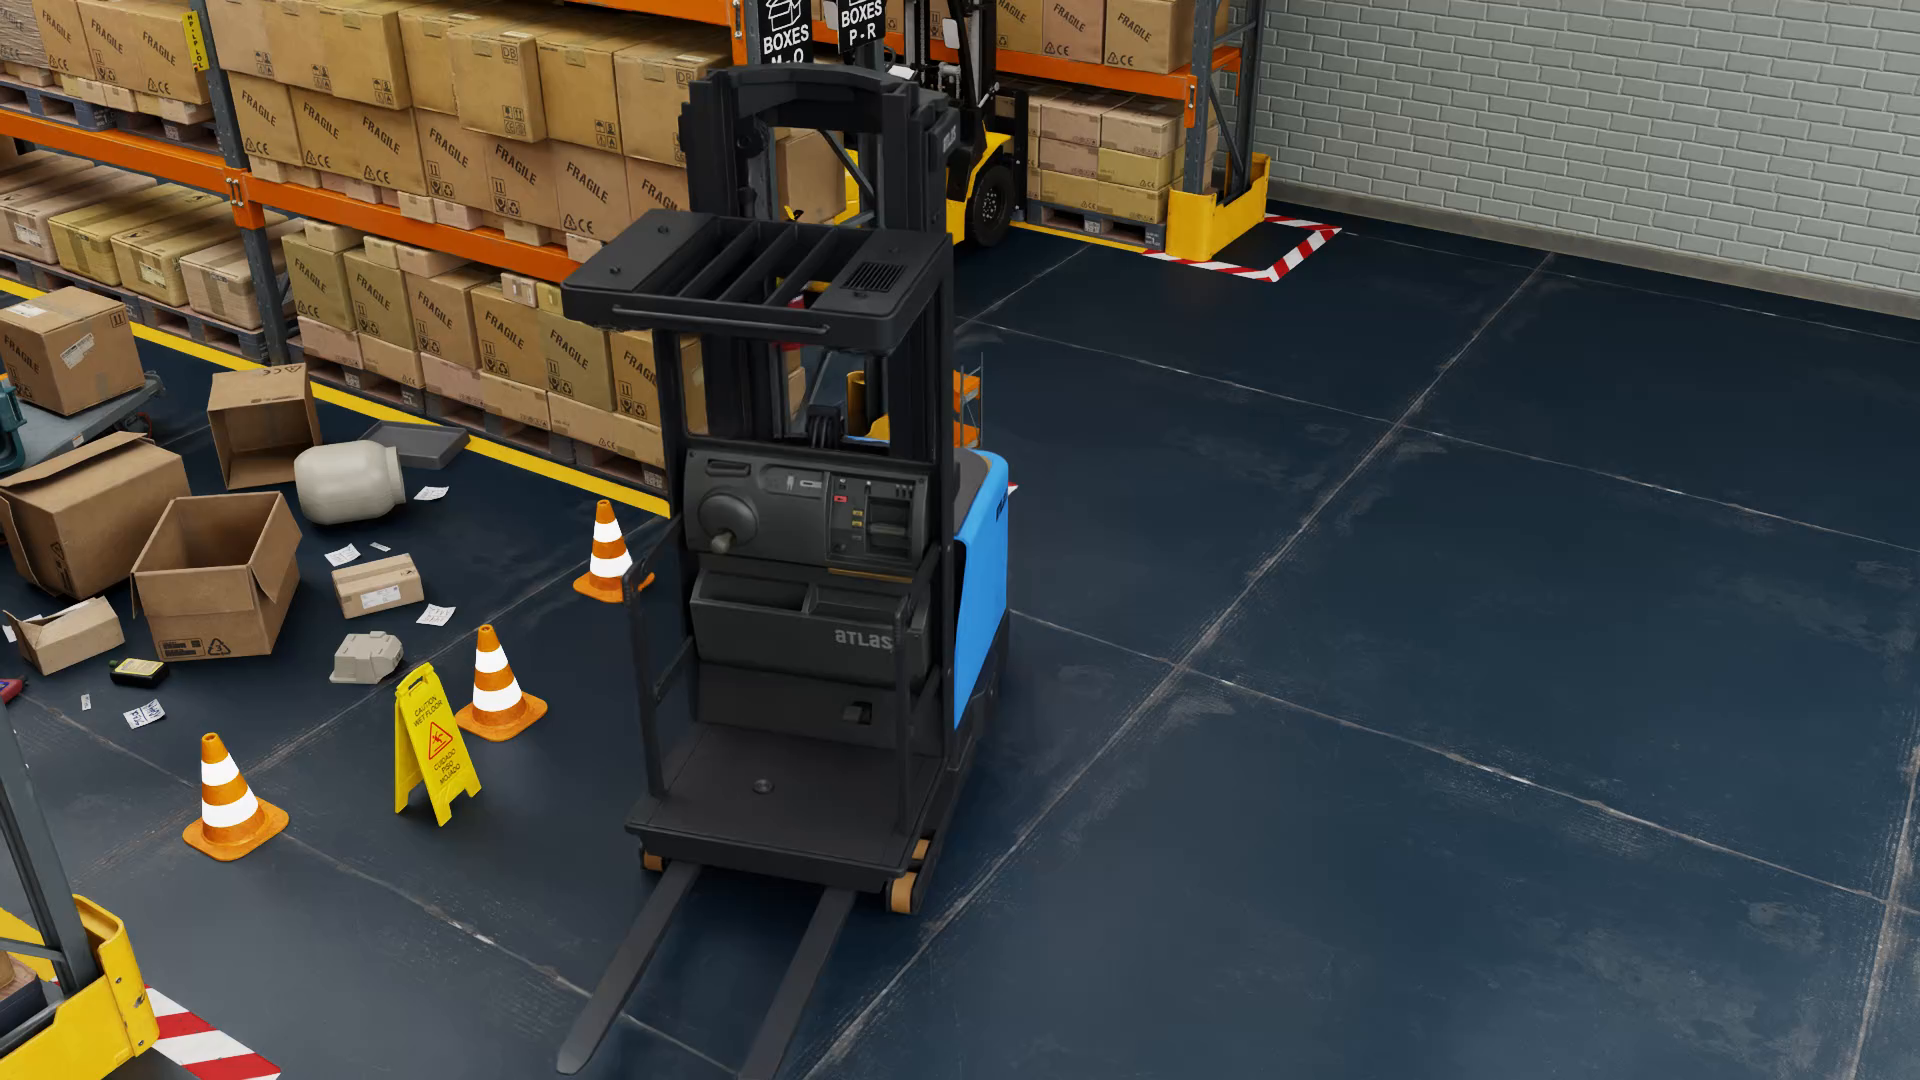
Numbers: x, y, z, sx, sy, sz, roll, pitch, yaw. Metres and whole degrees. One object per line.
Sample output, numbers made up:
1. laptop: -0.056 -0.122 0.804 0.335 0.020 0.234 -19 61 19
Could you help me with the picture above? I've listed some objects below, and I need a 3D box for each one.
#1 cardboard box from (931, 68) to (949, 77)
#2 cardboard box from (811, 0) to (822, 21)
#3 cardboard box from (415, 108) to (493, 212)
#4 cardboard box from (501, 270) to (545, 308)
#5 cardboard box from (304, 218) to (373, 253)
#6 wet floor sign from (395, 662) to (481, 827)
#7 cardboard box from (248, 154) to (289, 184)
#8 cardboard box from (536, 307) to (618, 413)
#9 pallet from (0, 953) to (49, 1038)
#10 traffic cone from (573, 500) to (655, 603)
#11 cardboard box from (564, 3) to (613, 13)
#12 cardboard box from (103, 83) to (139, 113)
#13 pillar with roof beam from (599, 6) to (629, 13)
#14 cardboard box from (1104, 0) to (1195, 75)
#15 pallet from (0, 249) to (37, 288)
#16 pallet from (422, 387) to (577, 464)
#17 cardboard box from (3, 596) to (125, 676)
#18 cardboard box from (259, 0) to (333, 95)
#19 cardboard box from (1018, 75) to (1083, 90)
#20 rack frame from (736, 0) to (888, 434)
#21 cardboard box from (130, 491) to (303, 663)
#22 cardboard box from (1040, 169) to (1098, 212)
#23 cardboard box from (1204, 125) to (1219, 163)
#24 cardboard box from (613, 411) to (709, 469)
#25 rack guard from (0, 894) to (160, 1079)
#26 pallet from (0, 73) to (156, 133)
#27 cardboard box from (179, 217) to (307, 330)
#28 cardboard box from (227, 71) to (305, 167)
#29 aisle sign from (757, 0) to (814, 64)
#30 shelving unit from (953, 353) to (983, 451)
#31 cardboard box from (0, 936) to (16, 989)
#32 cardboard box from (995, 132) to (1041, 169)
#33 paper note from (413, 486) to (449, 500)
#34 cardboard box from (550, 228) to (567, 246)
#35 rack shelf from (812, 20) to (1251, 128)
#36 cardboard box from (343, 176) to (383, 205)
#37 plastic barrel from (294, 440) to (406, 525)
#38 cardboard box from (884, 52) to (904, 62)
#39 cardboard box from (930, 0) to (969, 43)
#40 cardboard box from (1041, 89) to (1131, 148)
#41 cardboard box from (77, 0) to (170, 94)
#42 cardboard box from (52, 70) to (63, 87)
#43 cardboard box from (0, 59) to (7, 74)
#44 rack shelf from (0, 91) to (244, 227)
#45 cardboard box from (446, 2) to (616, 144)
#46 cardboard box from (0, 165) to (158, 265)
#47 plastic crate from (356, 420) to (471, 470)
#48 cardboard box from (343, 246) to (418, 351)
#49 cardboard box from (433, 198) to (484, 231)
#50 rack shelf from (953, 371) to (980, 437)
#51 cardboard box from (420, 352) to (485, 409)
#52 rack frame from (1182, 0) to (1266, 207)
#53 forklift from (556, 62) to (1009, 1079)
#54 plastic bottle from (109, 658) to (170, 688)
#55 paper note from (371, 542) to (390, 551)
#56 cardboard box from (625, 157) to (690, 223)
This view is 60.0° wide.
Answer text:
1. cardboard box: -0.347 -3.600 13.264 0.500 0.250 0.500 19 35 29
2. cardboard box: -1.208 -4.521 13.423 0.500 0.500 0.500 17 34 26
3. cardboard box: -2.562 -2.132 9.033 0.500 0.500 0.500 18 35 28
4. cardboard box: -2.290 -1.428 9.144 0.250 0.149 0.380 19 35 29
5. cardboard box: -3.651 -1.854 9.875 0.250 0.149 0.380 18 35 28
6. wet floor sign: -2.162 0.803 6.734 0.232 0.644 0.267 12 32 19
7. cardboard box: -3.984 -2.258 9.894 0.250 0.149 0.380 17 34 27
8. cardboard box: -1.954 -1.076 9.185 0.500 0.500 0.500 19 35 29
9. pallet: -3.958 1.647 5.718 1.213 0.211 1.003 18 35 27
10. traffic cone: -1.743 0.014 8.266 0.334 0.463 0.336 18 35 27
11. cardboard box: -3.754 -4.590 15.582 0.625 0.625 0.875 19 35 29
12. cardboard box: -5.115 -2.813 10.428 0.250 0.149 0.380 17 34 27
13. pillar with roof beam: -5.538 -6.569 11.079 0.400 9.000 9.100 18 35 27
14. cardboard box: 1.386 -3.699 12.015 0.500 0.500 0.500 17 34 26
15. pallet: -6.808 -2.245 12.389 1.213 0.211 1.003 18 35 27
16. pallet: -2.456 -0.893 10.070 1.213 0.211 1.003 18 35 27
17. cardboard box: -4.192 0.407 7.789 0.258 0.266 0.396 24 38 35
18. cardboard box: -3.402 -2.835 9.247 0.500 0.500 0.700 18 35 28
19. cardboard box: 0.793 -3.542 13.165 0.500 0.250 0.500 17 34 27
20. rack frame: -0.693 -1.517 8.373 0.127 3.000 1.000 18 35 27
21. cardboard box: -3.526 0.172 7.957 0.637 0.503 0.797 -4 30 -7
22. cardboard box: 0.961 -2.758 12.813 0.500 0.250 0.500 18 35 27
23. cardboard box: 1.655 -3.060 12.835 0.500 0.250 0.500 18 35 28
24. cardboard box: -1.541 -0.619 9.145 0.500 0.250 0.500 17 34 27
25. rack guard: -3.218 1.709 5.324 0.348 0.500 1.175 18 35 27
26. pallet: -5.770 -3.064 11.216 1.213 0.211 1.003 18 35 27
27. cardboard box: -4.526 -1.774 11.005 0.625 0.372 0.950 18 35 28
28. cardboard box: -3.856 -2.523 9.704 0.500 0.500 0.500 17 35 27
29. aisle sign: -0.795 -2.499 7.477 0.004 0.787 0.394 18 35 27
30. shelving unit: -0.045 -0.468 8.510 0.252 1.050 0.215 18 35 27
31. cardboard box: -3.848 1.206 5.398 0.875 0.875 0.875 18 35 28
32. cardboard box: 0.497 -3.111 12.922 0.500 0.250 0.500 17 34 26
33. paper note: -2.914 -0.262 9.168 0.148 0.019 0.142 6 31 10
34. cardboard box: -1.979 -1.700 8.937 0.250 0.149 0.380 18 35 28
35. rack shelf: 0.249 -3.861 13.106 4.000 0.370 1.077 18 35 27
36. cardboard box: -3.311 -2.074 9.577 0.250 0.149 0.380 19 35 29
37. plastic barrel: -3.247 -0.311 8.863 0.512 0.421 0.421 -9 32 -15
38. cardboard box: -0.488 -3.955 13.872 0.500 0.250 0.500 17 34 27
39. cardboard box: 0.086 -4.109 12.718 0.500 0.500 0.500 18 35 28
40. cardboard box: 0.951 -3.186 12.555 0.500 0.250 0.500 18 35 28
41. cardboard box: -5.015 -3.099 10.275 0.500 0.500 0.500 18 35 28
42. cardboard box: -5.688 -3.075 10.877 0.250 0.149 0.380 16 34 26
43. cardboard box: -6.396 -3.269 11.210 0.250 0.149 0.380 20 36 30
44. rack shelf: -5.775 -2.813 11.309 4.000 0.370 1.077 18 35 27
45. cardboard box: -2.153 -2.395 8.493 0.500 0.500 0.700 17 34 27
46. cardboard box: -6.366 -2.356 12.003 0.625 0.372 0.950 17 34 26
47. plastic crate: -3.187 -0.557 9.625 0.583 0.080 0.402 6 31 10
48. cardboard box: -3.265 -1.494 9.902 0.500 0.500 0.500 19 35 29
49. cardboard box: -2.678 -1.856 9.204 0.250 0.149 0.380 17 34 27
50. rack shelf: -0.045 -0.704 8.372 0.240 0.259 0.215 18 35 27
51. cardboard box: -2.816 -1.029 9.850 0.500 0.250 0.500 17 34 27
52. rack frame: 1.943 -3.636 12.006 0.127 3.000 1.000 18 35 27
53. forklift: -0.621 -0.059 5.942 1.130 2.935 3.031 7 31 12
54. plastic bottle: -3.803 0.606 7.650 0.283 0.061 0.133 6 31 10
55. paper note: -3.026 0.036 8.678 0.123 0.001 0.032 18 35 27
56. cardboard box: -1.299 -1.716 8.321 0.500 0.500 0.500 17 34 26
